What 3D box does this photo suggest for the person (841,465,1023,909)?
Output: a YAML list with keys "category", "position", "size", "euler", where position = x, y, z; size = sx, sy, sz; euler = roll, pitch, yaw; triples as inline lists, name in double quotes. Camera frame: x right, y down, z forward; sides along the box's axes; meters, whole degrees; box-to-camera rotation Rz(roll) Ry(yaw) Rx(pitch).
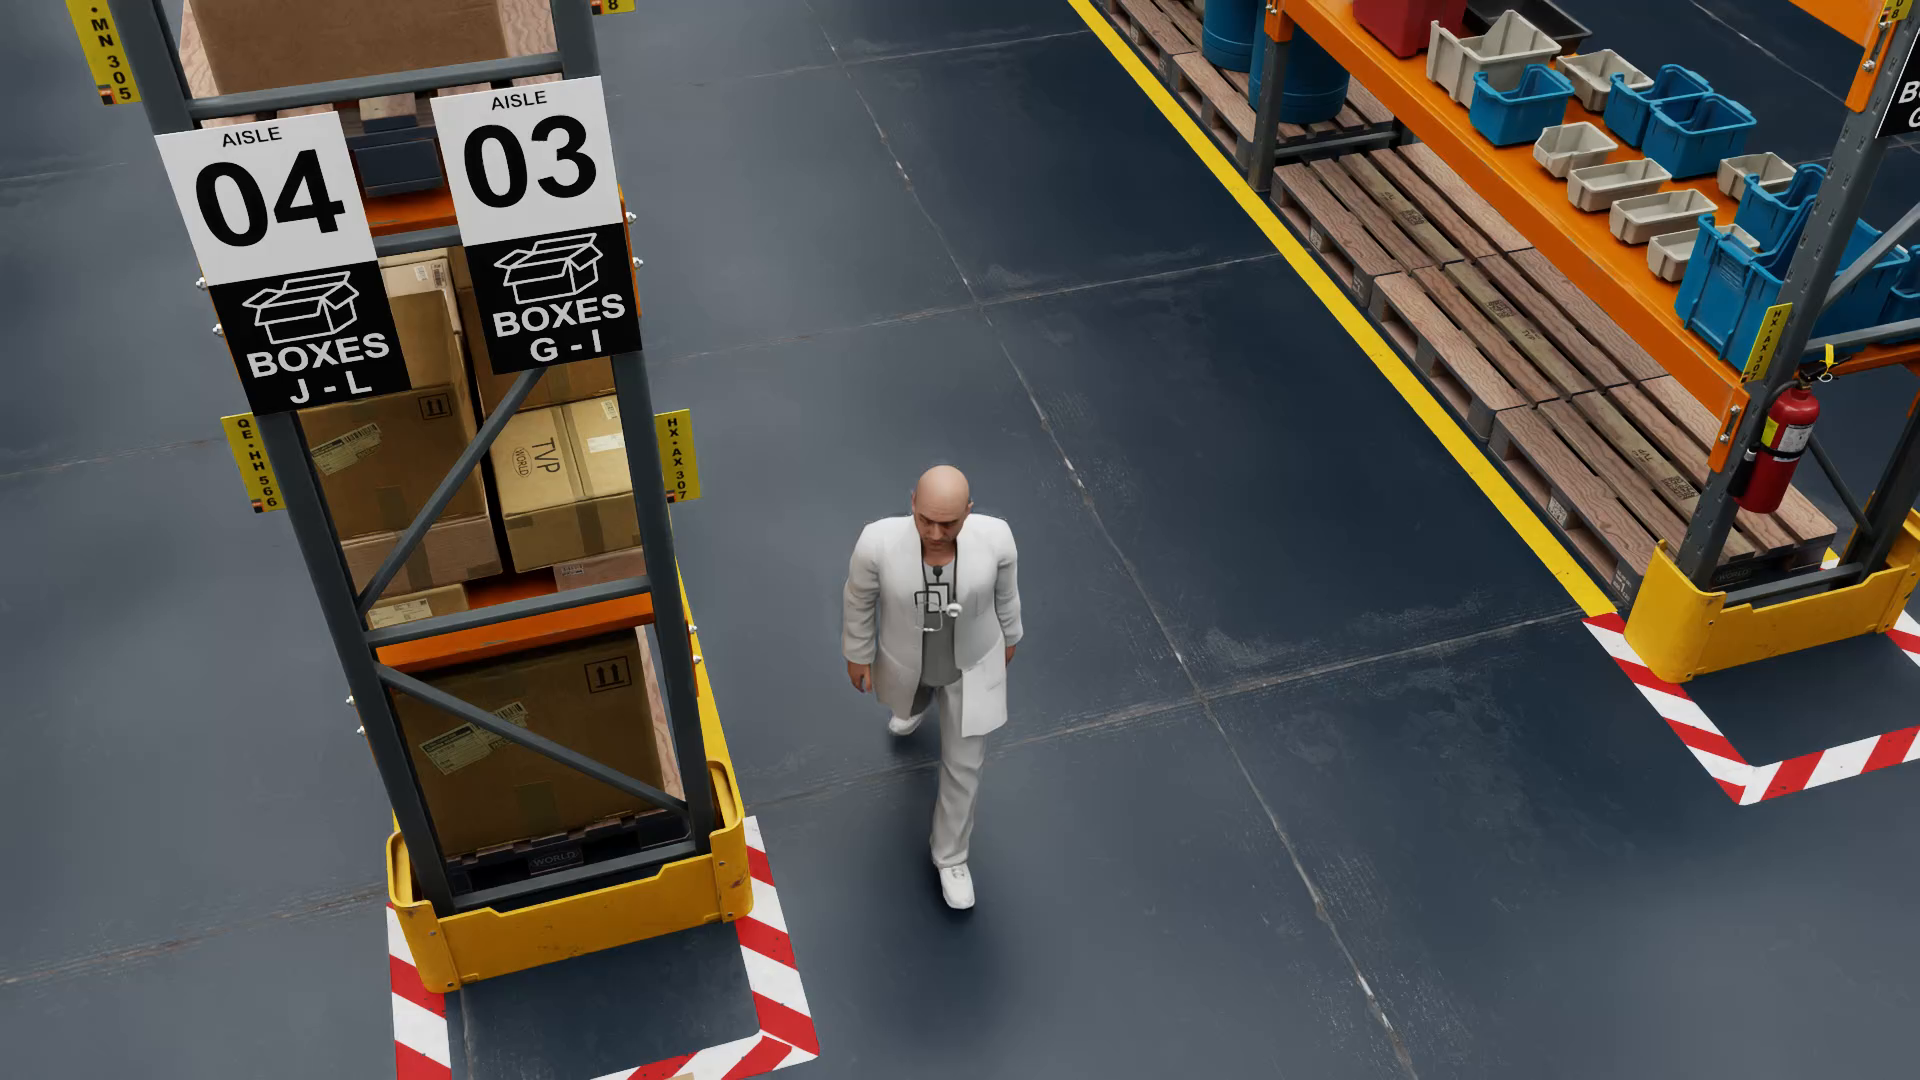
- category: "person"
  position: [-0.095, 0.351, 5.801]
  size: [0.630, 1.734, 1.131]
  euler: [1, 42, 1]
